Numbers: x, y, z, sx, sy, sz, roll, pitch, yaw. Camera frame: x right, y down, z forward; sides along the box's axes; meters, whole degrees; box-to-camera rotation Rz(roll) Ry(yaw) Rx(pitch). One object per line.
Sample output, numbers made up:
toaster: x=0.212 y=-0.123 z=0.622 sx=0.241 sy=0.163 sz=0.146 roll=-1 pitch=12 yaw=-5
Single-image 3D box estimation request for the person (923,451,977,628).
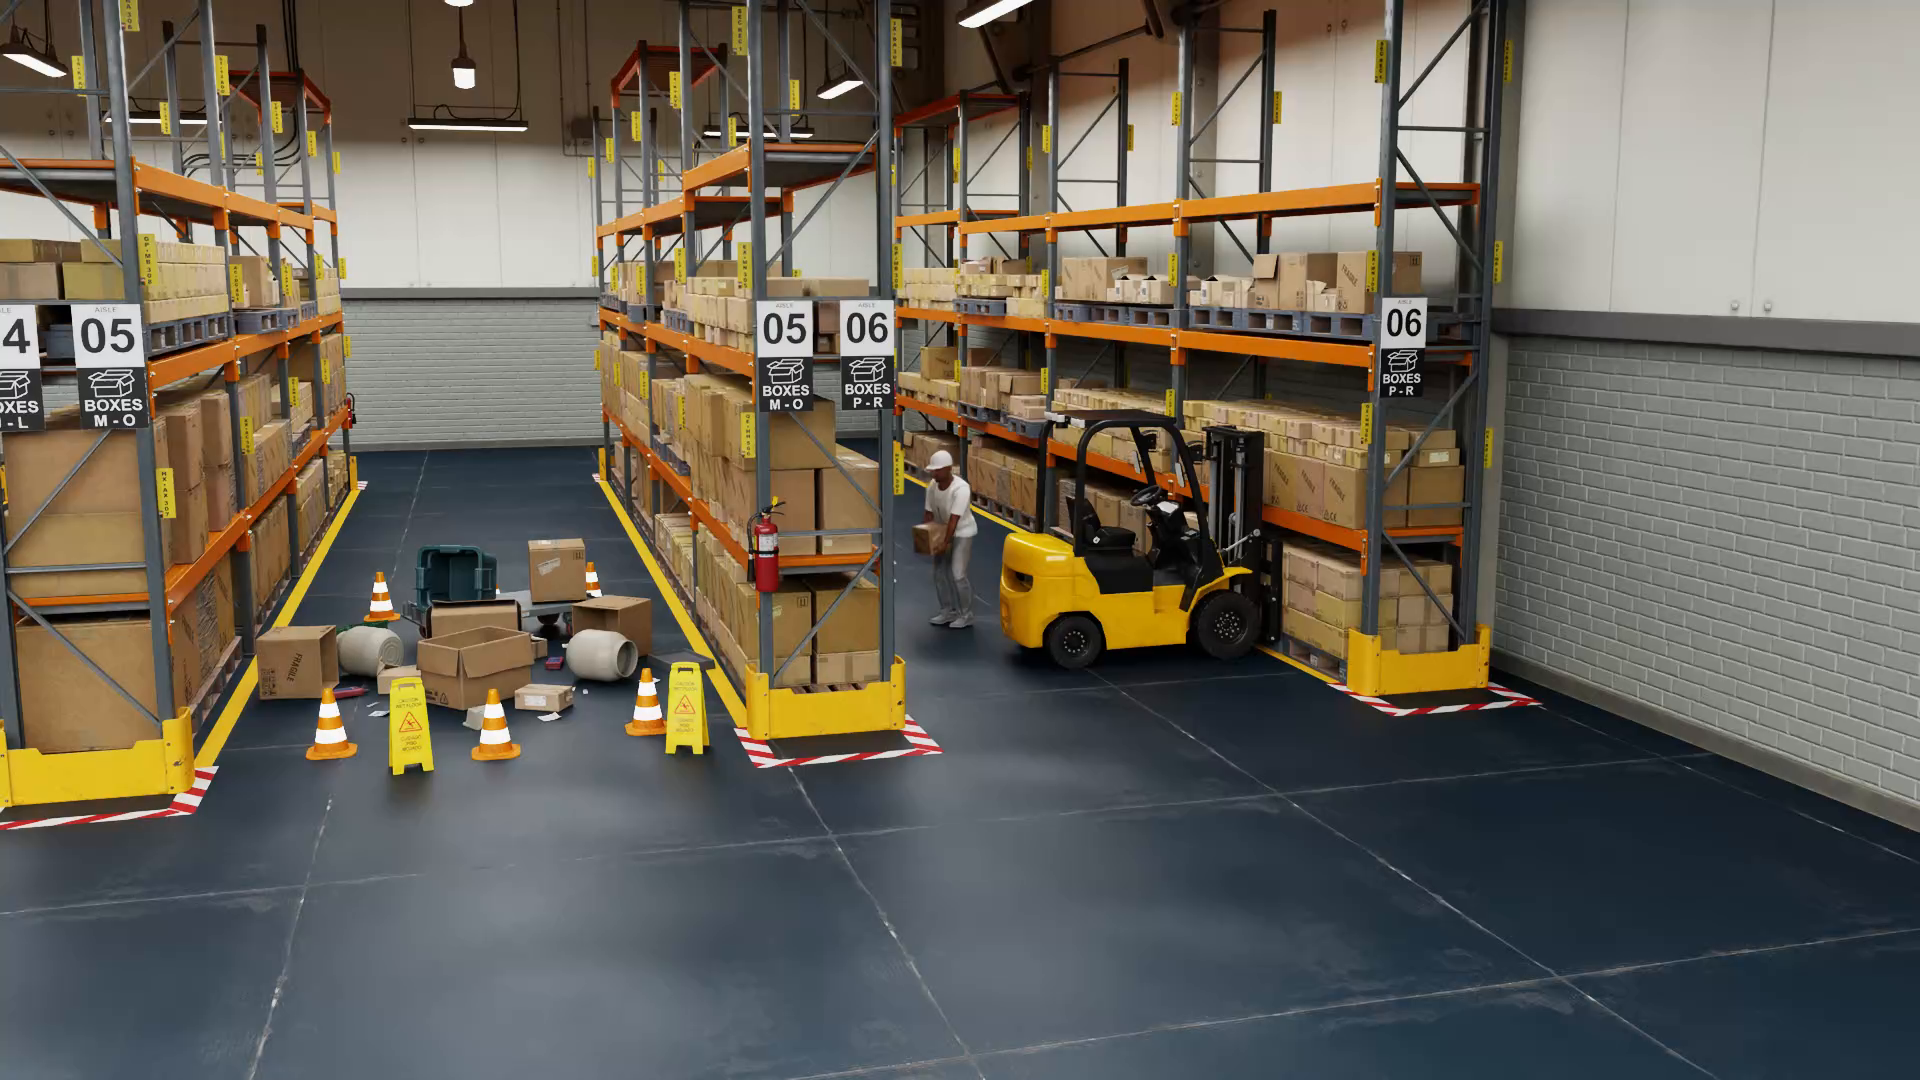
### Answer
person: x=-0.121 y=-0.010 z=16.004 sx=0.498 sy=1.720 sz=0.617 roll=9 pitch=13 yaw=43
